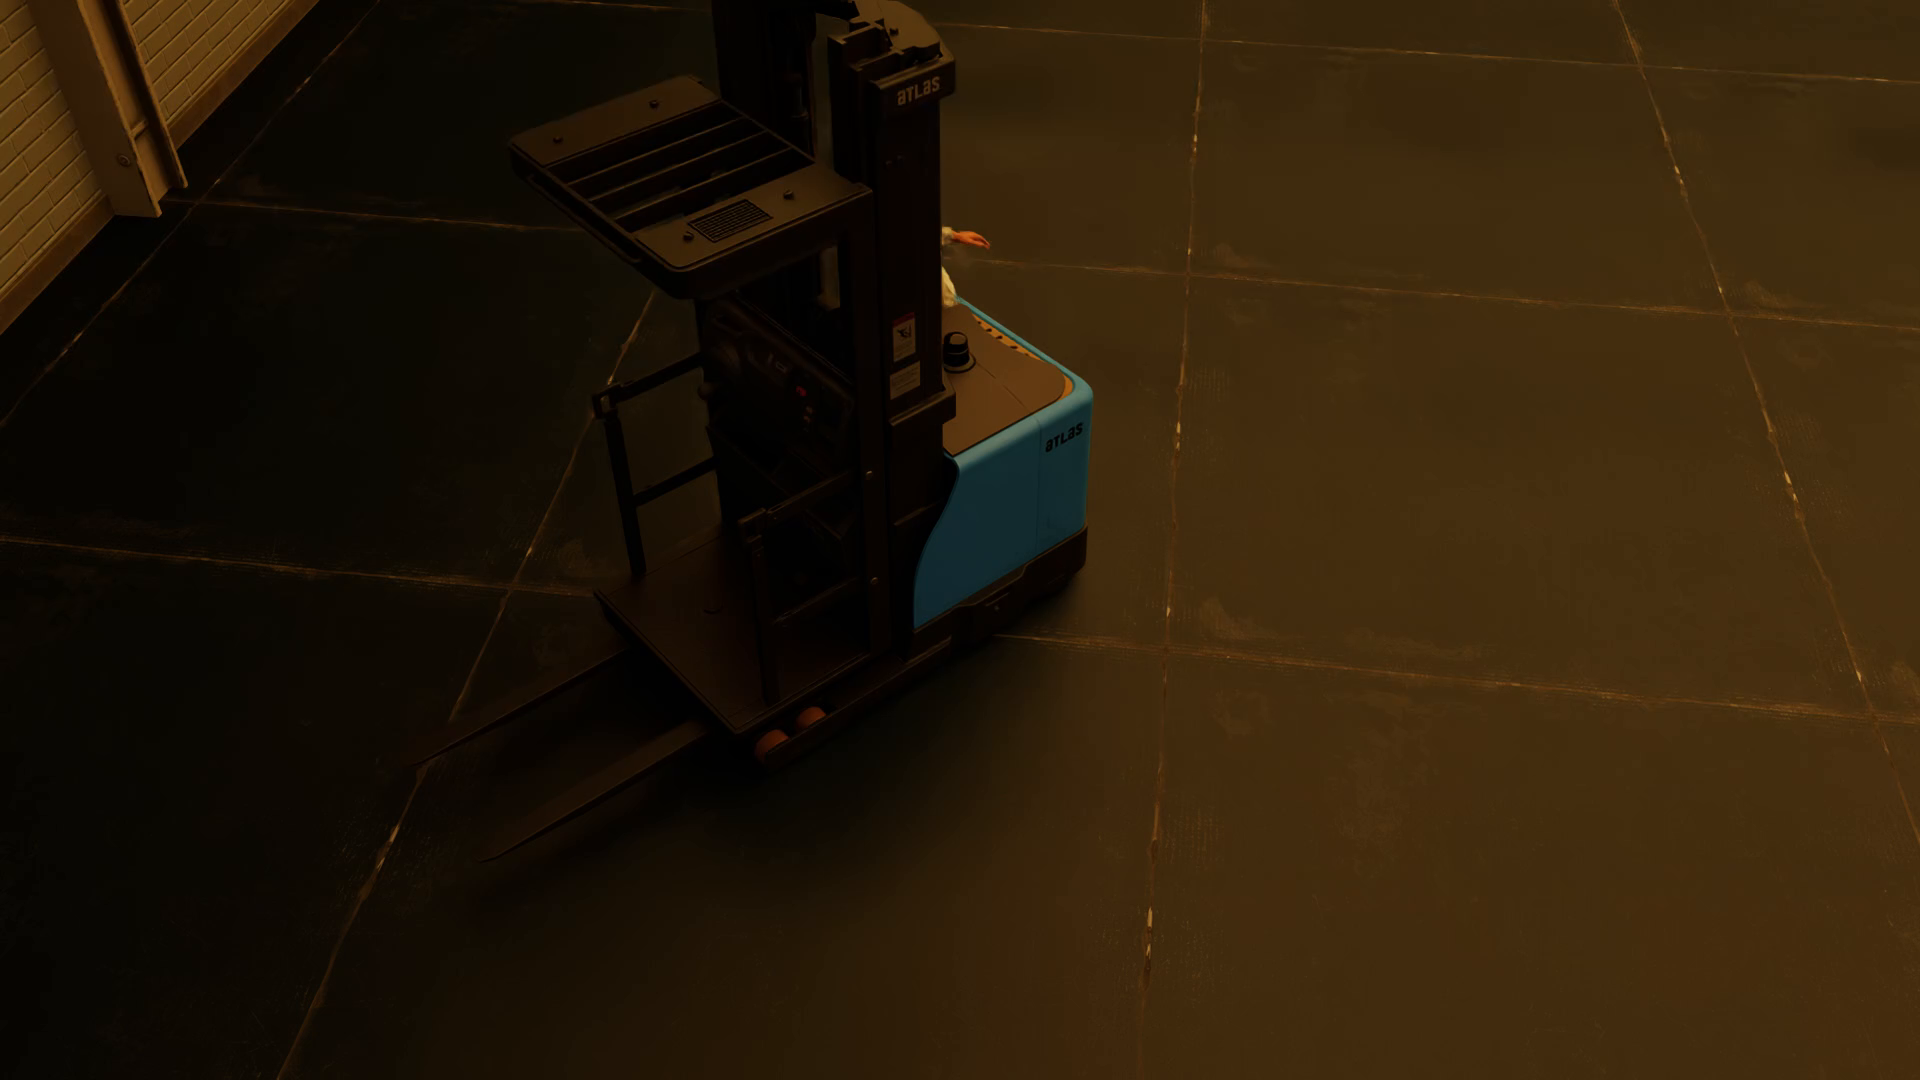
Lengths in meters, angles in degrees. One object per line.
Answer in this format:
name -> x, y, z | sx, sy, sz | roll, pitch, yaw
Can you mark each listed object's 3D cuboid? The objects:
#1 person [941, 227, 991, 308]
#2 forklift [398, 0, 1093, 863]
person -> -0.131, -1.032, 7.800 | 0.781, 1.629, 0.835 | 28, 50, 27
forklift -> -0.870, -0.537, 6.309 | 3.031, 2.935, 1.130 | -30, 50, -28
